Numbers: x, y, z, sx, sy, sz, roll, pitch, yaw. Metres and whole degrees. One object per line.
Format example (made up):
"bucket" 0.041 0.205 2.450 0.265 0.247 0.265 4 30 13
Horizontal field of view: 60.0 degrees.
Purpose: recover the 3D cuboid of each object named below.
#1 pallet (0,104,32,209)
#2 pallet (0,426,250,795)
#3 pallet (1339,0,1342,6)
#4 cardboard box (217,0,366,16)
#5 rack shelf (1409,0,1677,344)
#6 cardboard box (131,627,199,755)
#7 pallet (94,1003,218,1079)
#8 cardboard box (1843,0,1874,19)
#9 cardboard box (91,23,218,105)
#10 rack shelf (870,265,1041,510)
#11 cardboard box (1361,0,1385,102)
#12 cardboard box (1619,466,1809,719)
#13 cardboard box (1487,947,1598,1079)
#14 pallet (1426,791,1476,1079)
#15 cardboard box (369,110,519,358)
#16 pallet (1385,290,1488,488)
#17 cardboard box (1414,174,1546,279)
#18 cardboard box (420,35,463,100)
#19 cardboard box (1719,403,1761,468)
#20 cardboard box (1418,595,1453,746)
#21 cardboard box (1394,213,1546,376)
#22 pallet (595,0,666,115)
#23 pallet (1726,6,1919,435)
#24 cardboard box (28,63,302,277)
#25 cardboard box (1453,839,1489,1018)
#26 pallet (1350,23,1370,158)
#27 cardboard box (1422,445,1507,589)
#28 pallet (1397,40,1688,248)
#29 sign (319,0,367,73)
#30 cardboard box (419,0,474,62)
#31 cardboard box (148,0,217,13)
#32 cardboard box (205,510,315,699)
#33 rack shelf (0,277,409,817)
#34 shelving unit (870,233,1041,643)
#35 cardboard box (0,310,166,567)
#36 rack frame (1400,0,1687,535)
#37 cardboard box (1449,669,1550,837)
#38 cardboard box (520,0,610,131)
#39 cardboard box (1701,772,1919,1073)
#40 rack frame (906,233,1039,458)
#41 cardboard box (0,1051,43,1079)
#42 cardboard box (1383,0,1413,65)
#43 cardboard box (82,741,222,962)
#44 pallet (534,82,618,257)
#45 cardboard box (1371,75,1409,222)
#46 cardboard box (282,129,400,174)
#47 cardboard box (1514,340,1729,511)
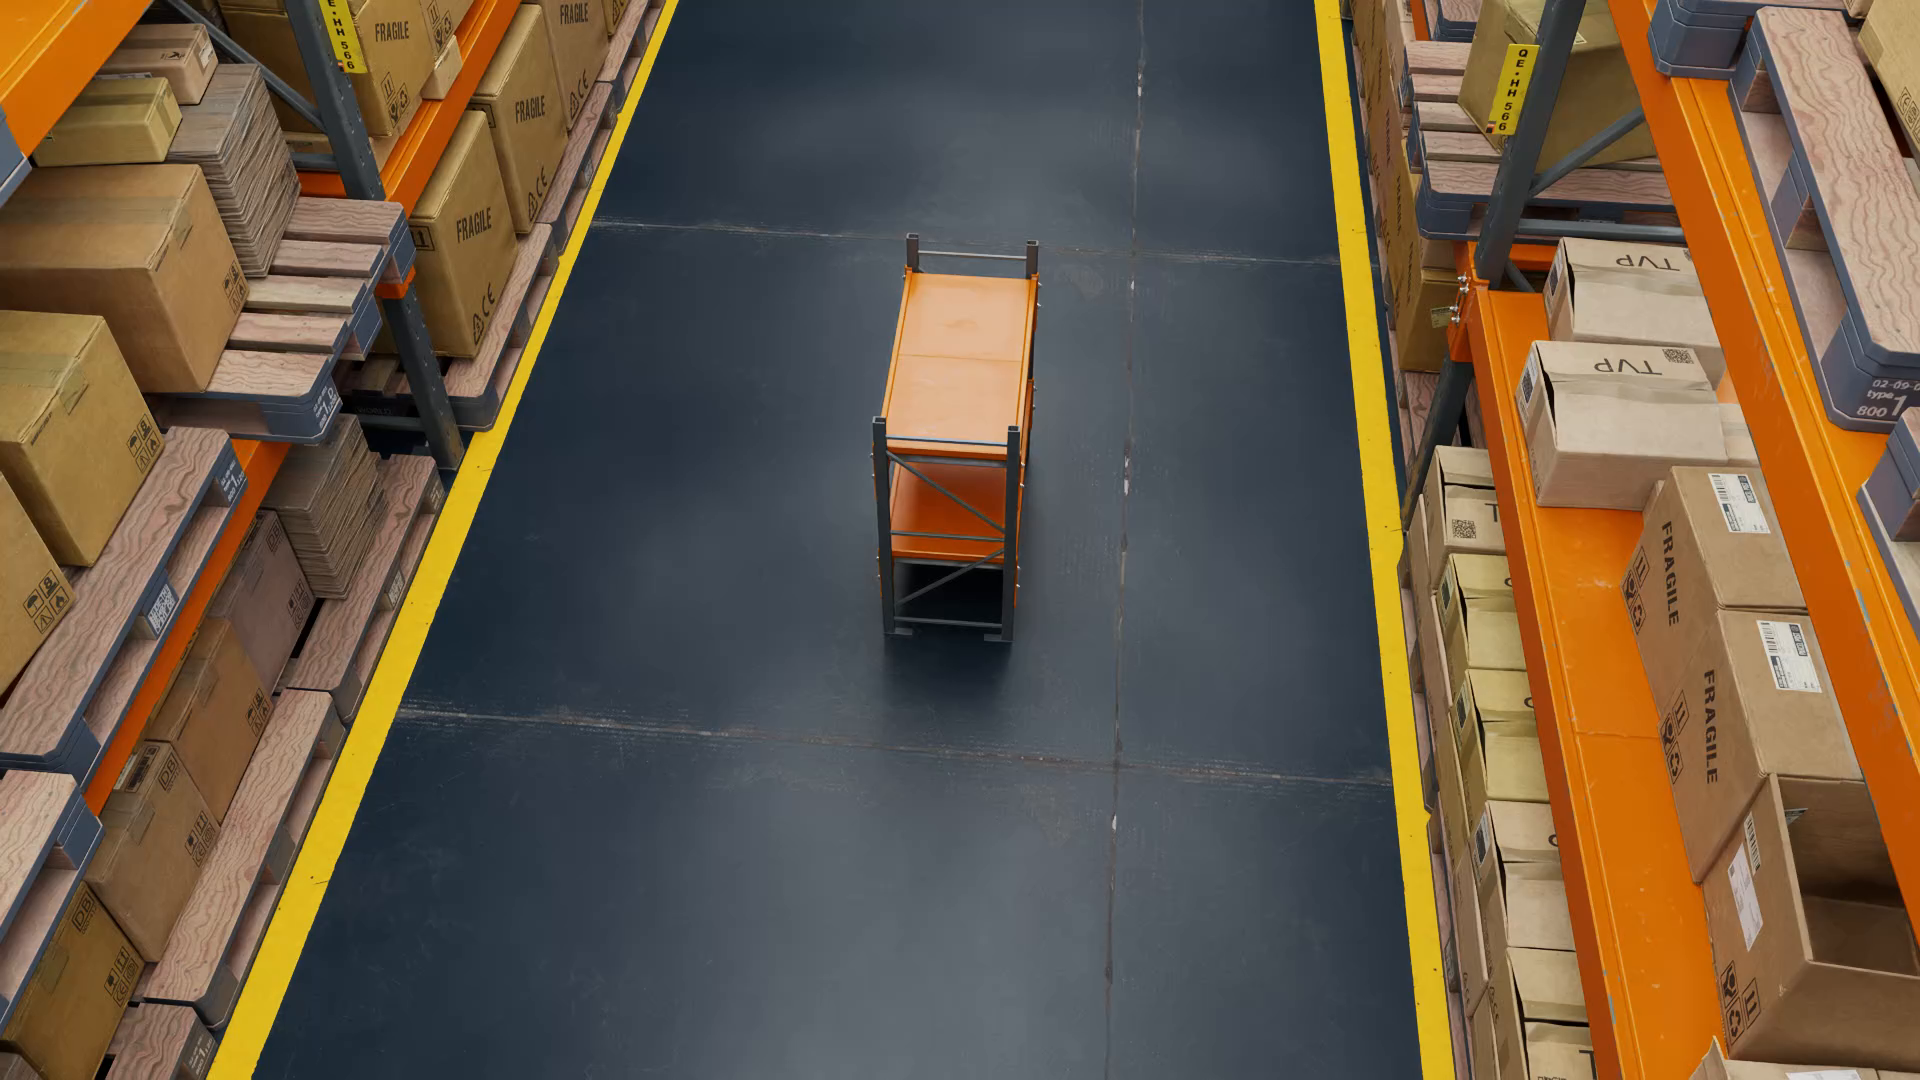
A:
"pallet" -2.731 -0.596 3.383 1.213 0.211 1.003 4 48 4
"pallet" -2.760 0.145 4.741 1.003 0.211 1.213 4 48 4
"pallet" 2.741 -3.550 9.880 1.003 0.211 1.213 4 48 4
"cardboard box" -2.320 -2.109 5.881 0.500 0.250 0.500 5 48 4
"rack shelf" 2.495 -2.274 7.310 1.077 0.370 4.000 4 48 4
"cardboard box" -2.790 0.390 5.274 0.500 0.250 0.500 4 48 3
"pallet" -2.915 1.931 4.867 1.003 0.211 1.213 4 48 4
"cardboard box" 2.298 -1.427 3.833 0.500 0.250 0.500 5 48 5
"cardboard box" -2.622 -1.523 5.331 0.380 0.149 0.250 -2 48 -2
"rack shelf" 0.001 -0.582 6.149 0.538 0.278 1.000 4 48 4
"cardboard box" 2.353 -2.559 8.480 0.500 0.500 0.500 4 48 4
"cardboard box" 2.176 0.153 4.535 0.500 0.500 0.500 2 48 1
"cardboard box" 1.789 1.423 4.640 0.500 0.311 0.500 4 48 3
"pallet" 2.085 1.390 5.361 1.003 0.211 1.213 4 48 4
"cardboard box" -2.423 -1.325 7.127 0.750 0.750 0.750 3 48 3
"pallet" 2.419 -0.652 7.229 1.003 0.211 1.213 4 48 4
"cardboard box" 2.165 -1.350 6.865 0.500 0.250 0.500 6 48 5
"cardboard box" -2.220 -1.900 6.638 0.380 0.149 0.250 5 48 5
"cardboard box" 2.506 -0.283 5.172 0.380 0.149 0.250 4 48 4
"cardboard box" 1.928 0.474 5.889 0.500 0.250 0.500 3 48 2
"cardboard box" 2.164 -1.055 7.104 0.500 0.500 0.500 6 48 5
"pallet" -2.251 -2.804 9.197 1.003 0.211 1.213 4 48 4
"pallet" 2.241 -0.669 3.450 1.003 0.211 1.213 6 48 5
"cardboard box" -2.653 -1.214 5.487 0.700 0.500 0.500 -1 48 -1
"cardboard box" 1.839 1.233 5.194 0.500 0.250 0.500 5 48 4
"pallet" 2.641 -2.445 8.869 1.003 0.211 1.213 4 48 4
"cardboard box" 1.973 -0.085 6.020 0.500 0.311 0.500 5 48 5
"pallet" 2.305 -1.485 6.232 1.213 0.211 1.003 4 48 4
"sign" -2.079 -1.712 5.578 0.100 0.325 0.005 4 48 4
"cardboard box" -2.264 -2.242 6.511 0.500 0.500 0.500 5 48 5
"cardboard box" -2.837 -2.122 5.893 0.500 0.250 0.500 5 48 5
"cardboard box" -2.797 0.221 5.937 0.700 0.500 0.500 4 48 3
"rack shelf" -2.803 0.335 4.924 1.077 0.370 4.000 4 48 4
"shelving unit" 0.001 -0.385 6.365 0.538 1.125 1.048 4 48 4
"cardboard box" -2.745 -0.297 4.649 0.700 0.500 0.500 4 48 4
"rack frame" 2.313 -1.047 5.701 1.000 3.000 0.127 4 48 4
"cardboard box" 1.885 0.676 5.323 0.500 0.311 0.500 3 48 2
"cardboard box" -2.264 -2.593 8.287 0.750 0.750 0.750 5 48 5
"cardboard box" 2.083 0.908 3.845 0.500 0.500 0.500 7 48 6
"rack frame" 0.047 -0.758 6.707 0.500 1.125 0.032 4 48 4
"cardboard box" -2.934 1.715 4.570 0.700 0.500 0.500 5 48 5
"cardboard box" 2.300 -2.470 7.890 0.500 0.250 0.500 4 48 4
"cardboard box" -2.851 0.960 5.261 0.700 0.500 0.500 4 48 4
"pallet" -2.360 -1.905 8.375 1.003 0.211 1.213 4 48 4
"cardboard box" 2.254 -1.821 7.805 0.500 0.500 0.500 2 48 2
"cardboard box" -2.360 -1.526 6.295 0.380 0.149 0.250 3 48 3
"cardboard box" 2.039 -0.373 5.145 0.500 0.311 0.500 3 48 3
